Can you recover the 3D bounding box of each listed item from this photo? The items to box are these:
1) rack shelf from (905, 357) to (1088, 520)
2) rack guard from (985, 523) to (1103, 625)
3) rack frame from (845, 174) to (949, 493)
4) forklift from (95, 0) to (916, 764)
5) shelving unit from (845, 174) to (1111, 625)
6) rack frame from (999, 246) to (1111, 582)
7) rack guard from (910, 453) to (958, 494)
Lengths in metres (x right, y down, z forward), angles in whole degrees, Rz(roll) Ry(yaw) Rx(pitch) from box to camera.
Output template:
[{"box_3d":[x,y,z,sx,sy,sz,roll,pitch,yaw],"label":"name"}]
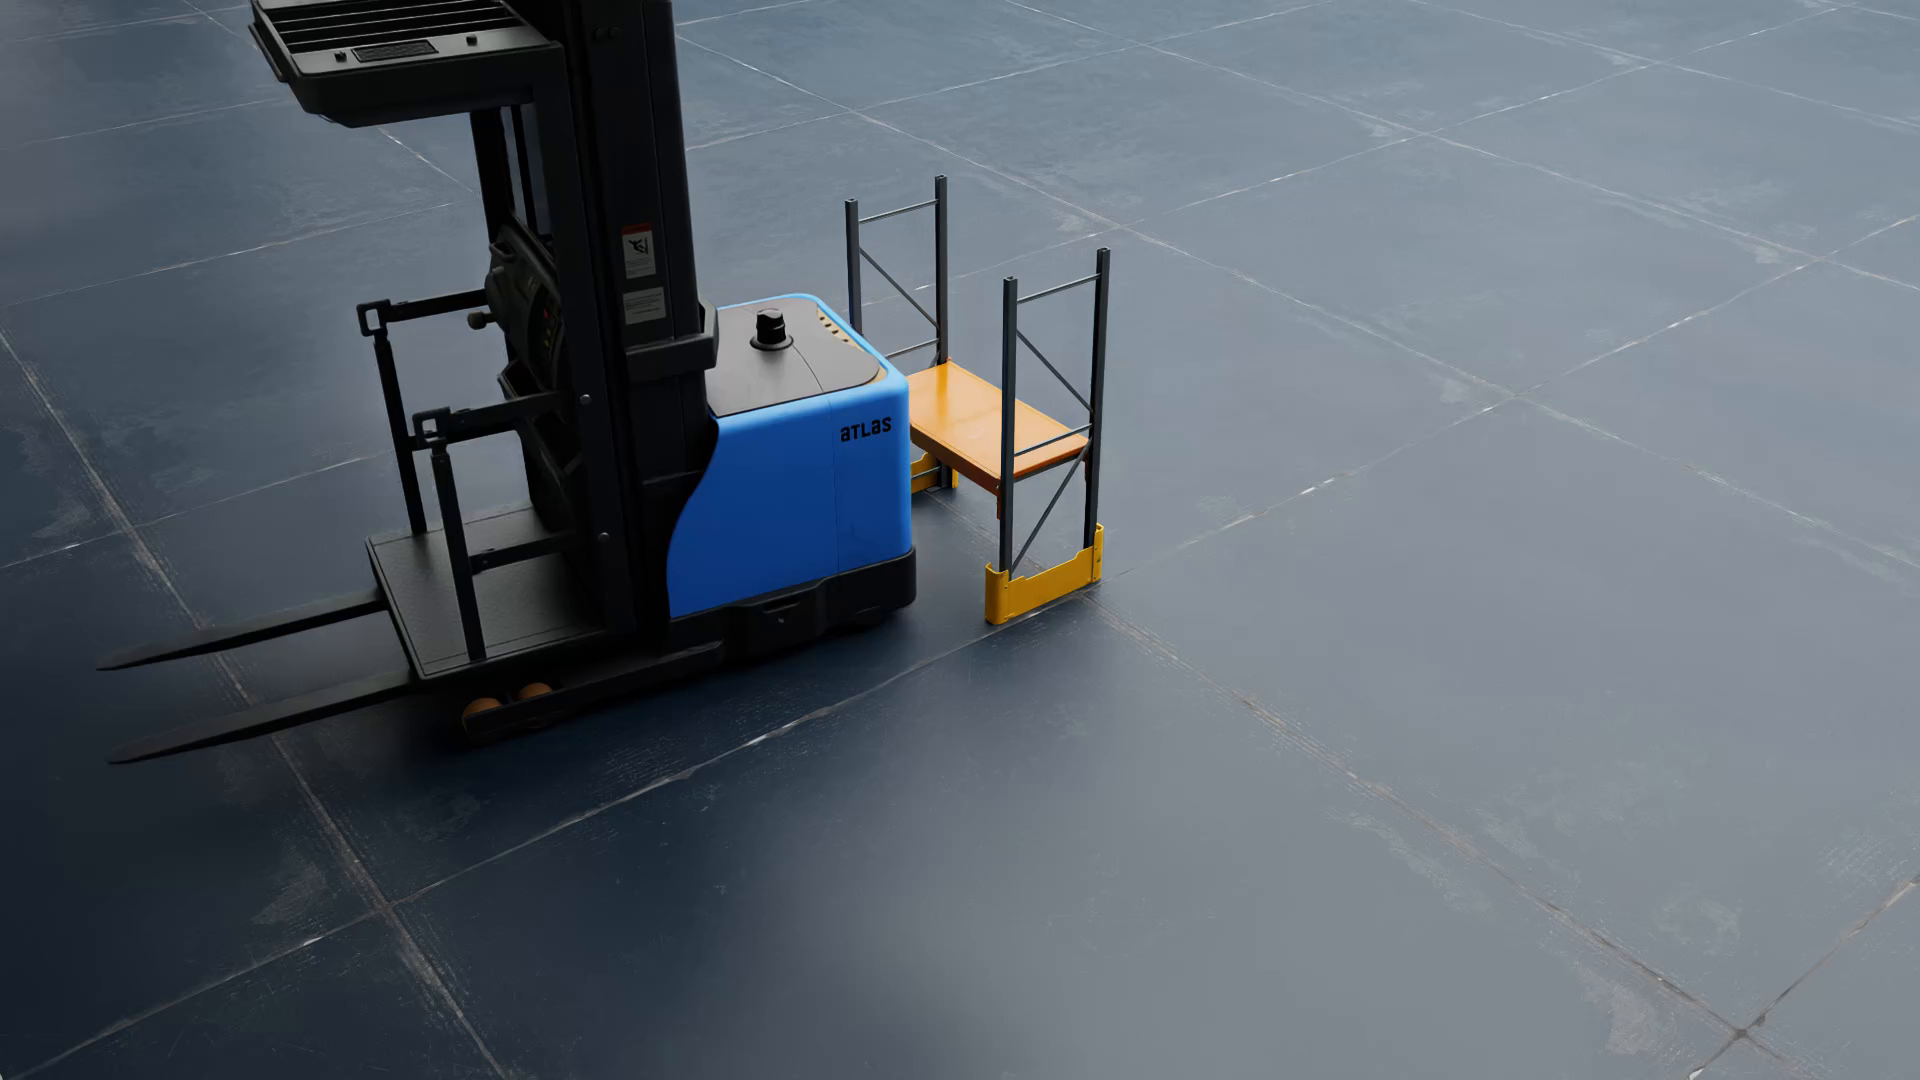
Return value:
[{"box_3d":[0.052,-0.449,6.999,0.538,0.185,1.000,-22,38,-31],"label":"rack shelf"},{"box_3d":[0.352,0.133,6.905,0.587,0.250,0.087,-22,38,-31],"label":"rack guard"},{"box_3d":[-0.259,-0.813,7.245,0.500,1.500,0.032,-22,38,-31],"label":"rack frame"},{"box_3d":[-1.730,-0.812,5.887,3.031,2.935,1.130,-15,35,-23],"label":"forklift"},{"box_3d":[0.047,-0.605,6.910,0.587,1.500,1.083,-22,38,-31],"label":"shelving unit"},{"box_3d":[0.364,-0.390,6.563,0.500,1.500,0.032,-22,38,-31],"label":"rack frame"},{"box_3d":[-0.259,-0.282,7.574,0.587,0.250,0.087,-22,38,-31],"label":"rack guard"}]
